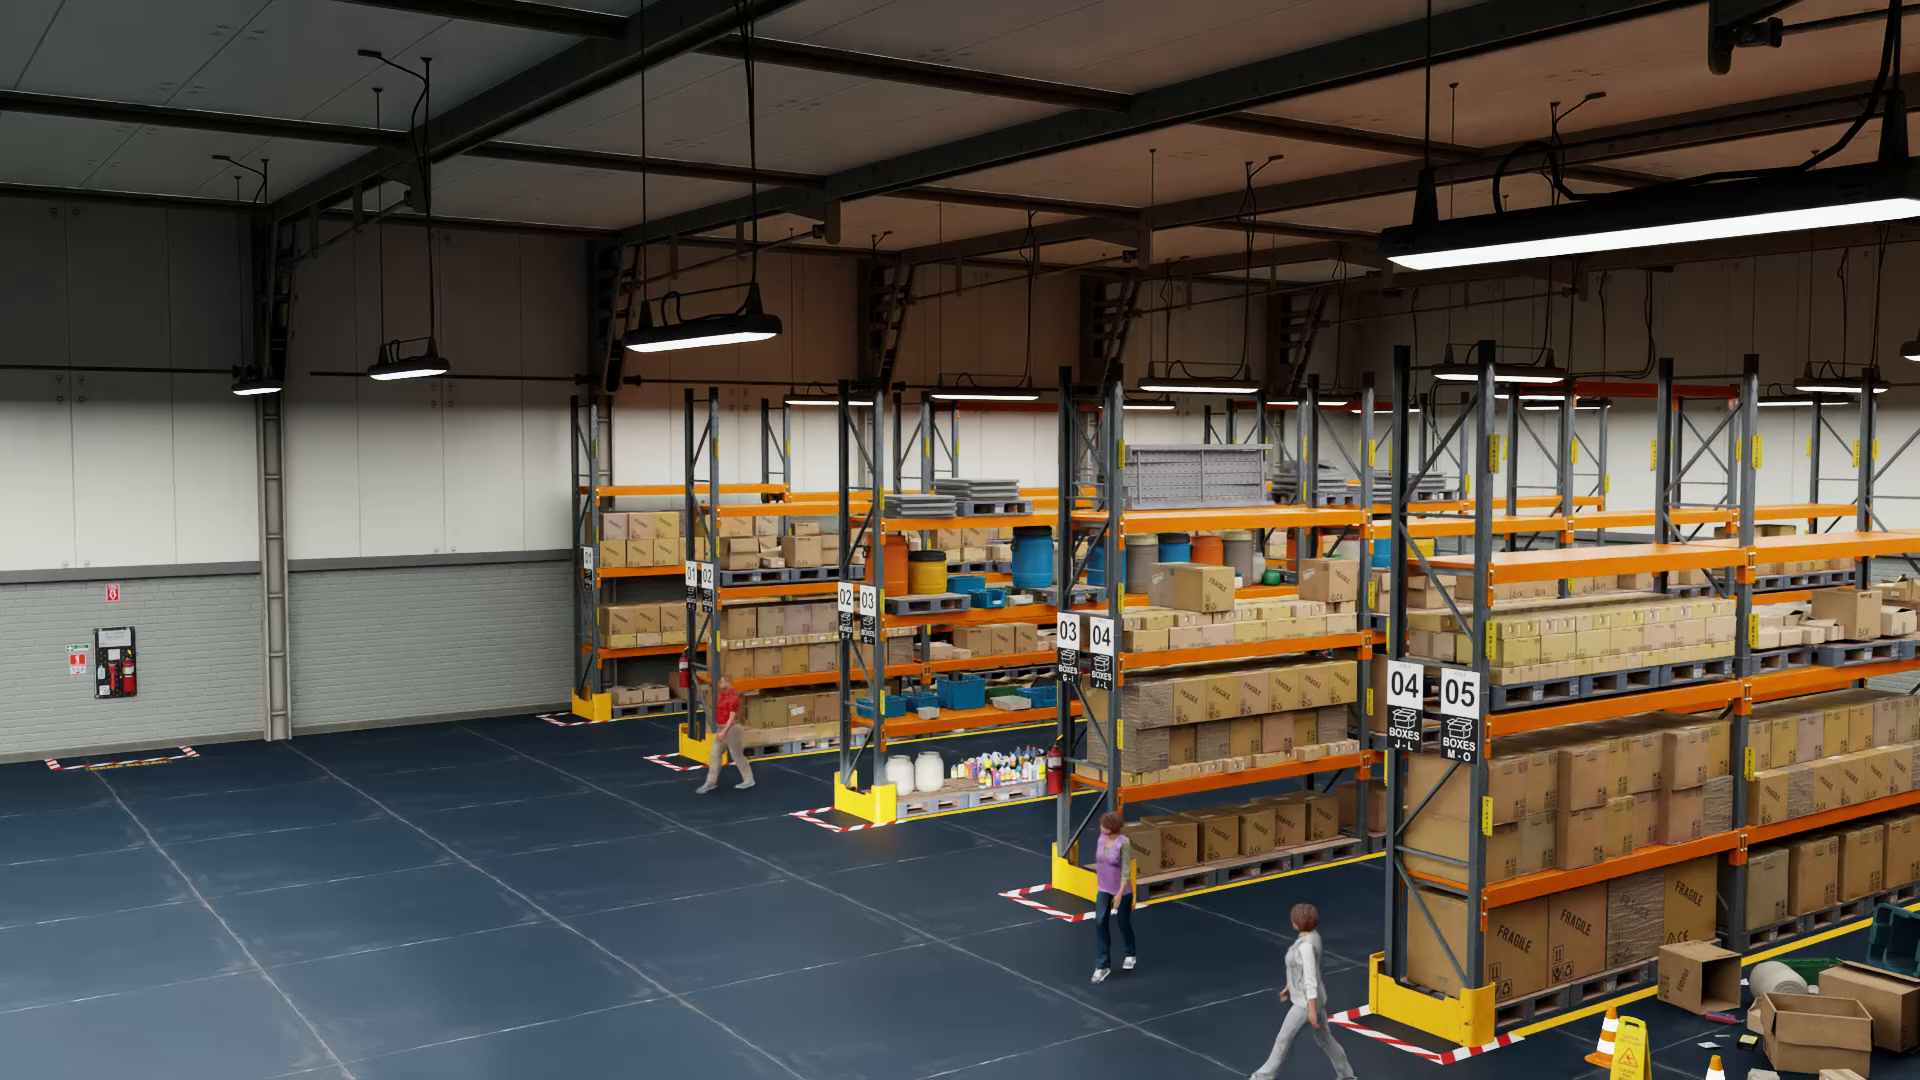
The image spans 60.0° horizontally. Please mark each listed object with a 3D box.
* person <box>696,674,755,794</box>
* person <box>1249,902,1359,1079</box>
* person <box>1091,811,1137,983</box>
[{"bbox_3d":[-3.460,2.838,24.460,0.879,1.723,0.567,-2,4,-33],"label":"person"},{"bbox_3d":[2.629,3.590,13.016,0.976,1.541,0.468,1,4,15],"label":"person"},{"bbox_3d":[1.479,3.420,16.055,0.442,1.622,0.696,2,4,35],"label":"person"}]
